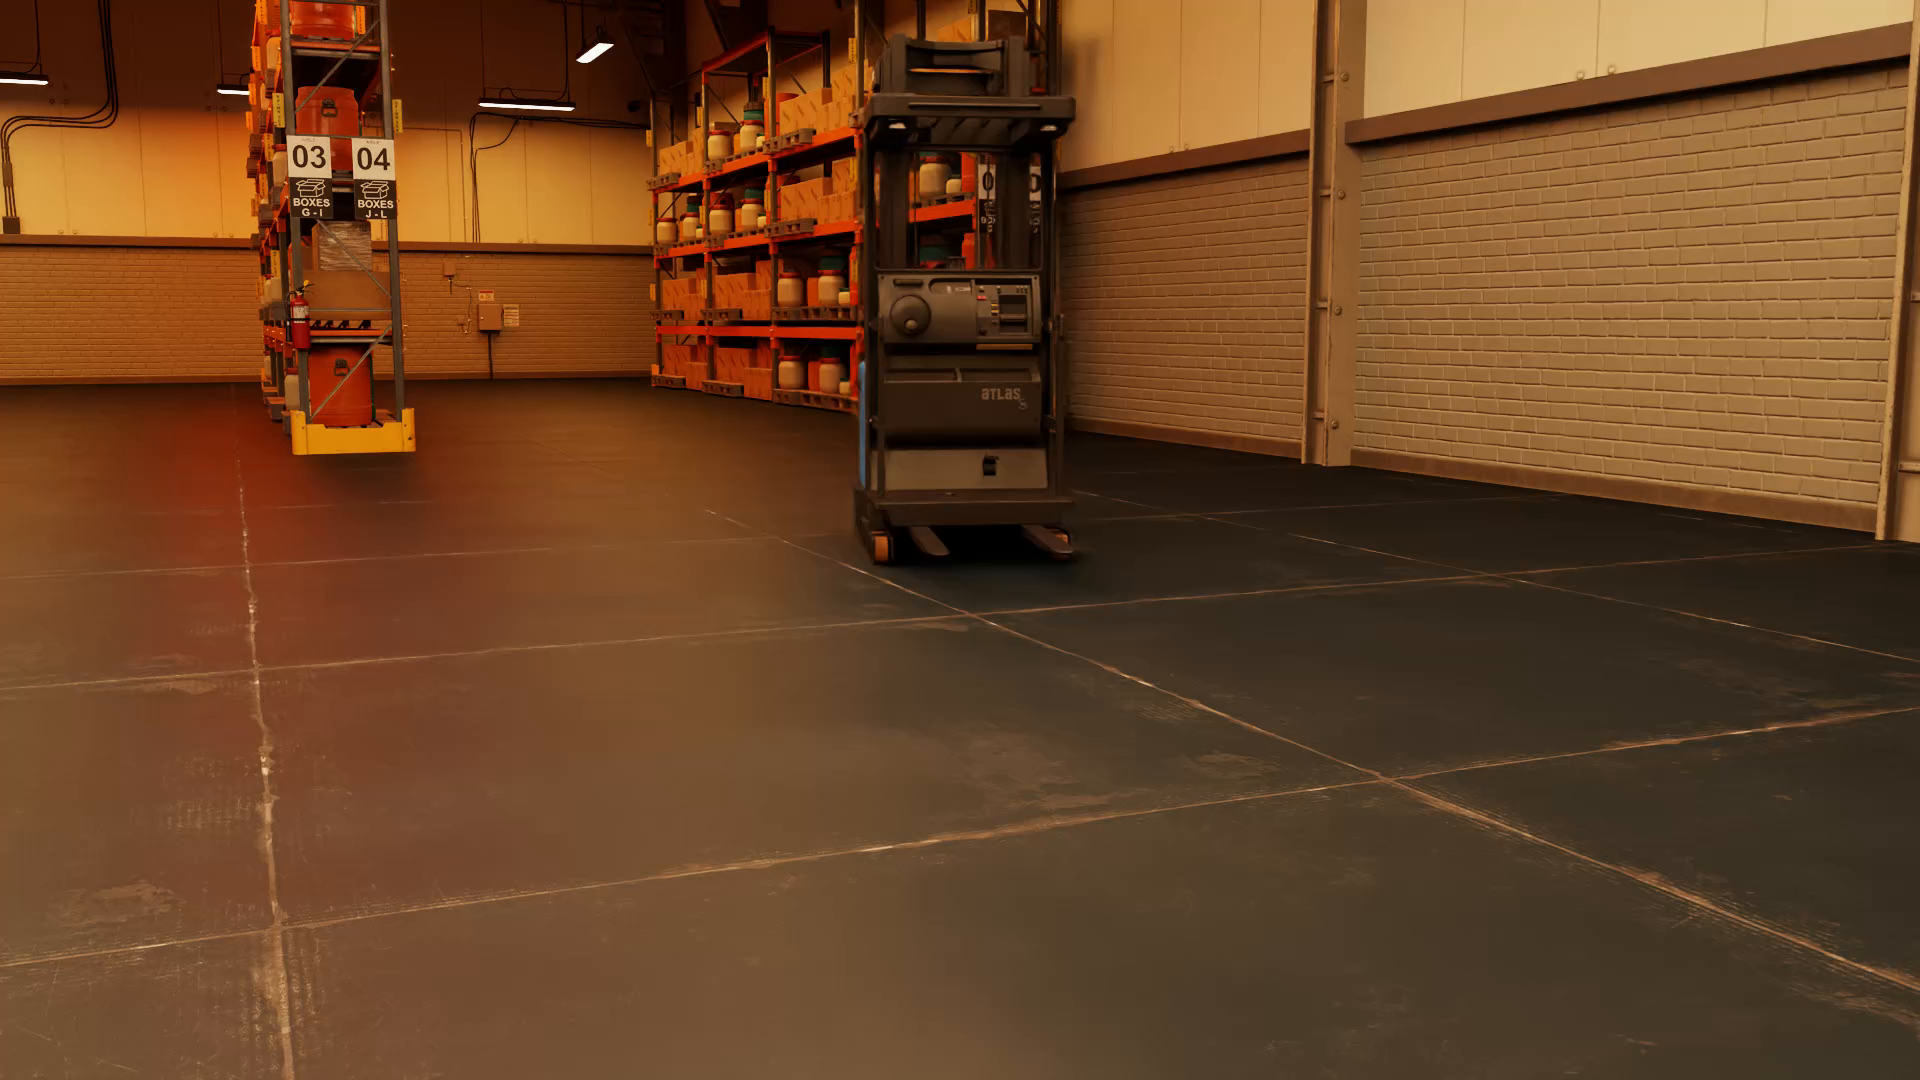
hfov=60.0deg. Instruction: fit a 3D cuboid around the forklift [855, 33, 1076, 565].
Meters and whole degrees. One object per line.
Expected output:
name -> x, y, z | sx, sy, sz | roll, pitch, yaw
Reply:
forklift -> 0.027, -1.363, 9.280 | 1.130, 2.935, 3.031 | -1, 8, -7
